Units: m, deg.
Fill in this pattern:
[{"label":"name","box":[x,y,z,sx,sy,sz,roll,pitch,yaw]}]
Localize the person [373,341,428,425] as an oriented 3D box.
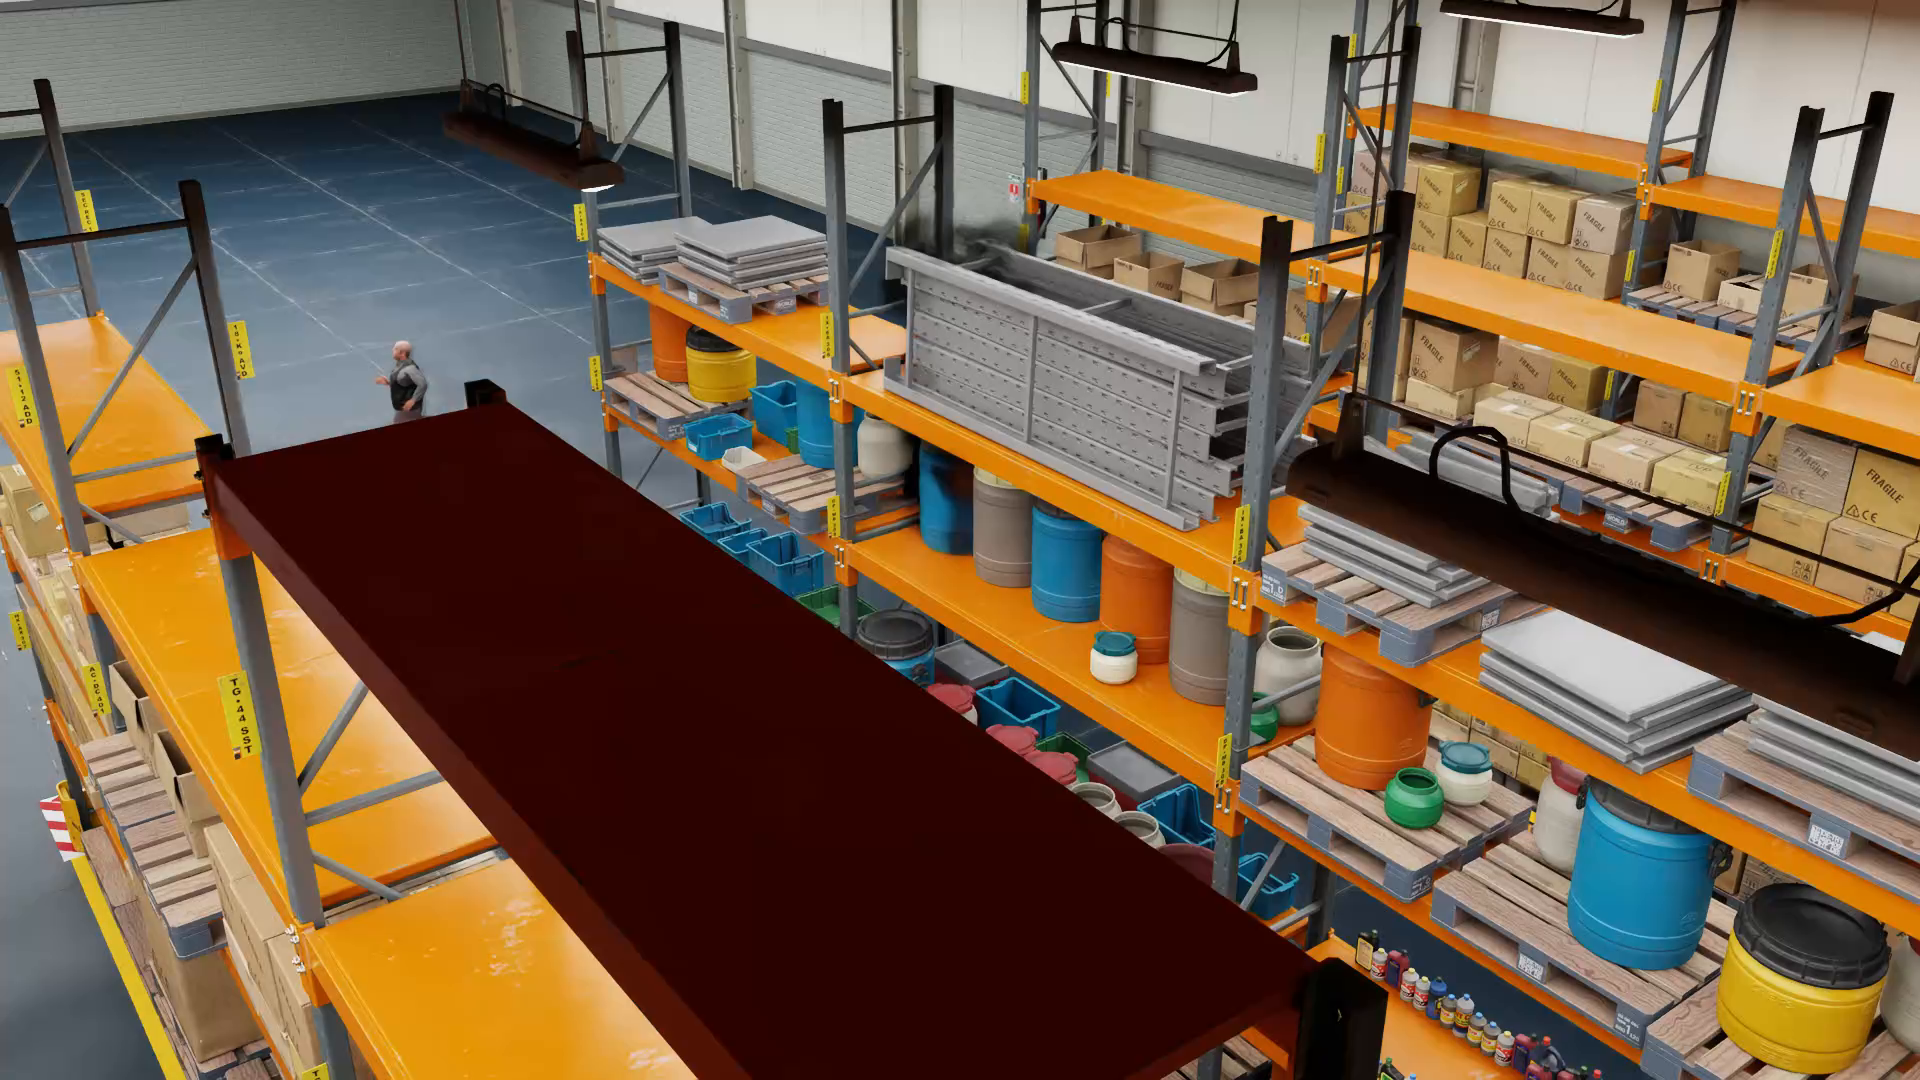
[{"label":"person","box":[-6.742,-1.577,20.353,0.734,1.771,0.639,-6,25,-12]}]
